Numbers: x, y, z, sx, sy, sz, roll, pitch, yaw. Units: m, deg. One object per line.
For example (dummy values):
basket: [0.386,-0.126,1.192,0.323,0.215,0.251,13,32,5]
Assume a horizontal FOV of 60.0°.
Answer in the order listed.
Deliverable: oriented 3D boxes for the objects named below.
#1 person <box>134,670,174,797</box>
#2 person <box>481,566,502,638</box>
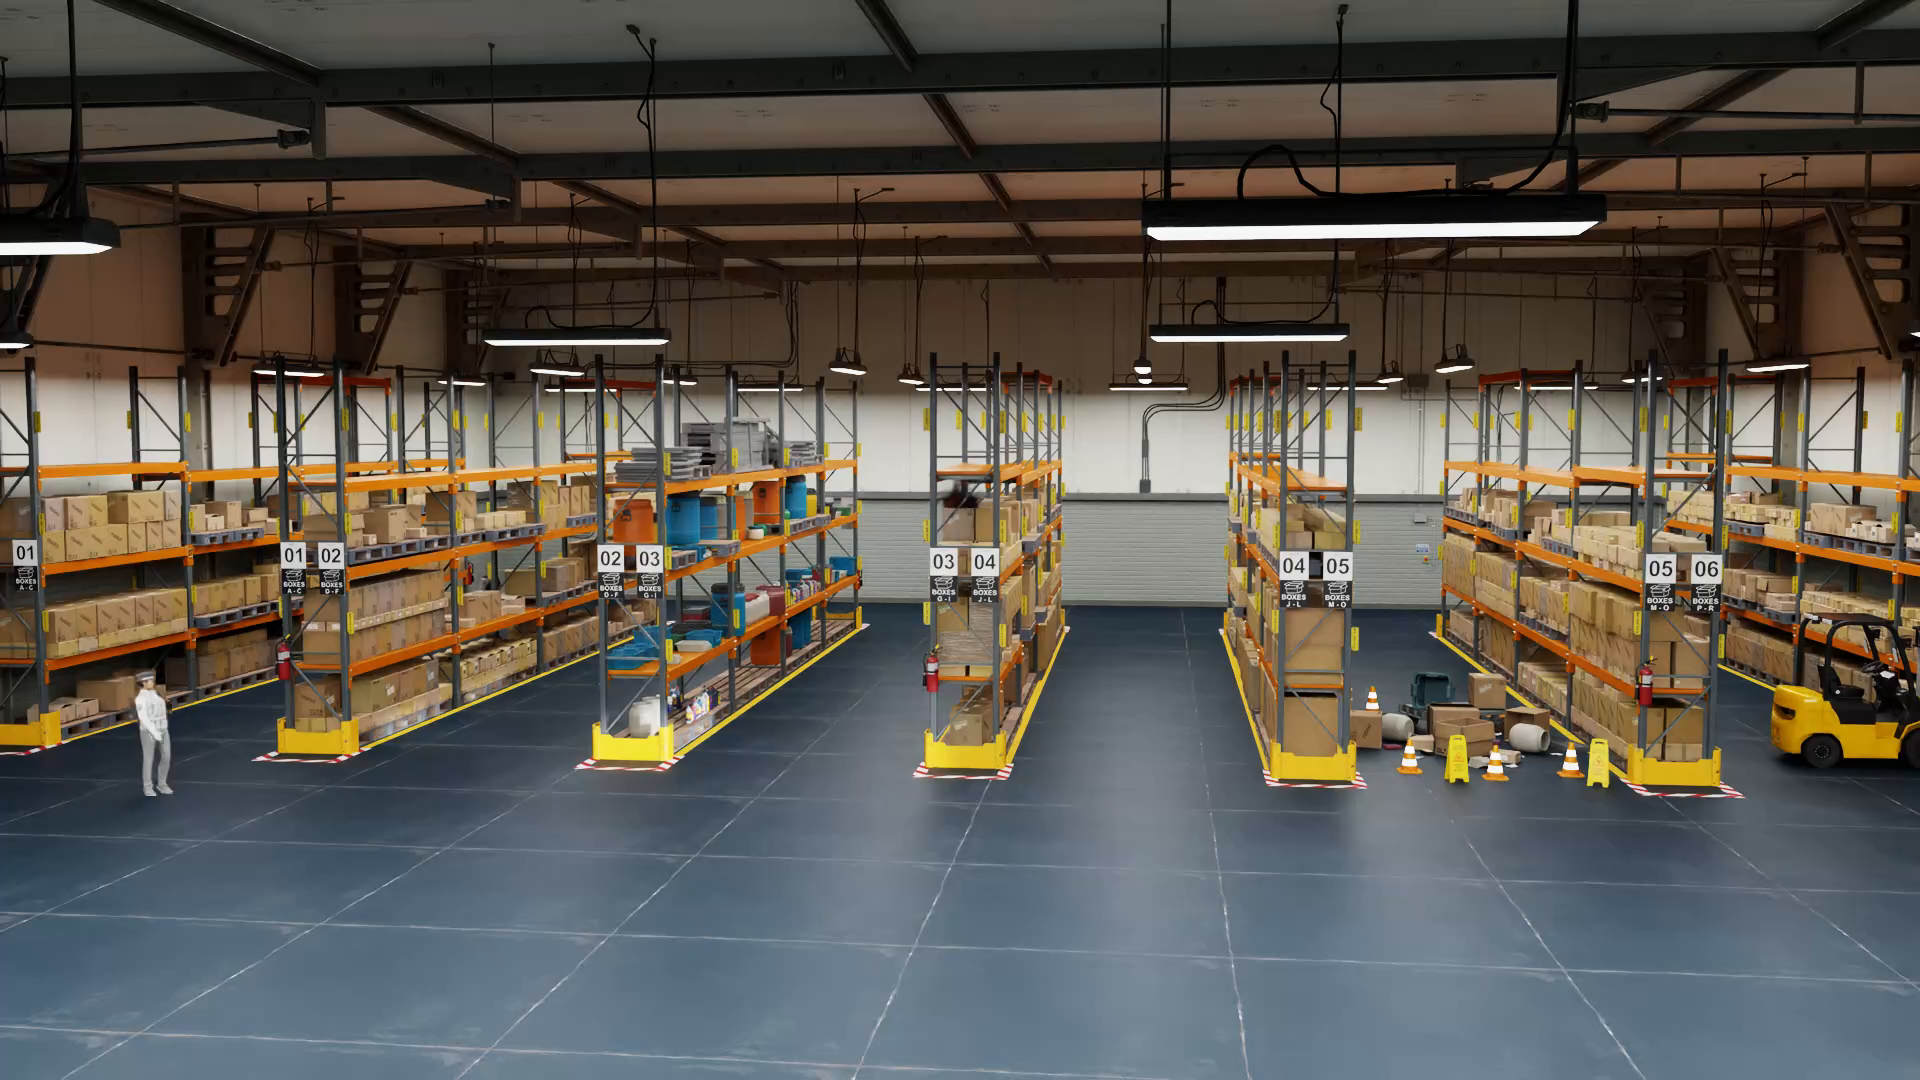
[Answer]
person: [-10.787,2.608,22.292,0.597,1.711,0.513,2,4,26]
person: [-10.754,1.435,38.350,0.472,1.727,0.554,1,4,17]
